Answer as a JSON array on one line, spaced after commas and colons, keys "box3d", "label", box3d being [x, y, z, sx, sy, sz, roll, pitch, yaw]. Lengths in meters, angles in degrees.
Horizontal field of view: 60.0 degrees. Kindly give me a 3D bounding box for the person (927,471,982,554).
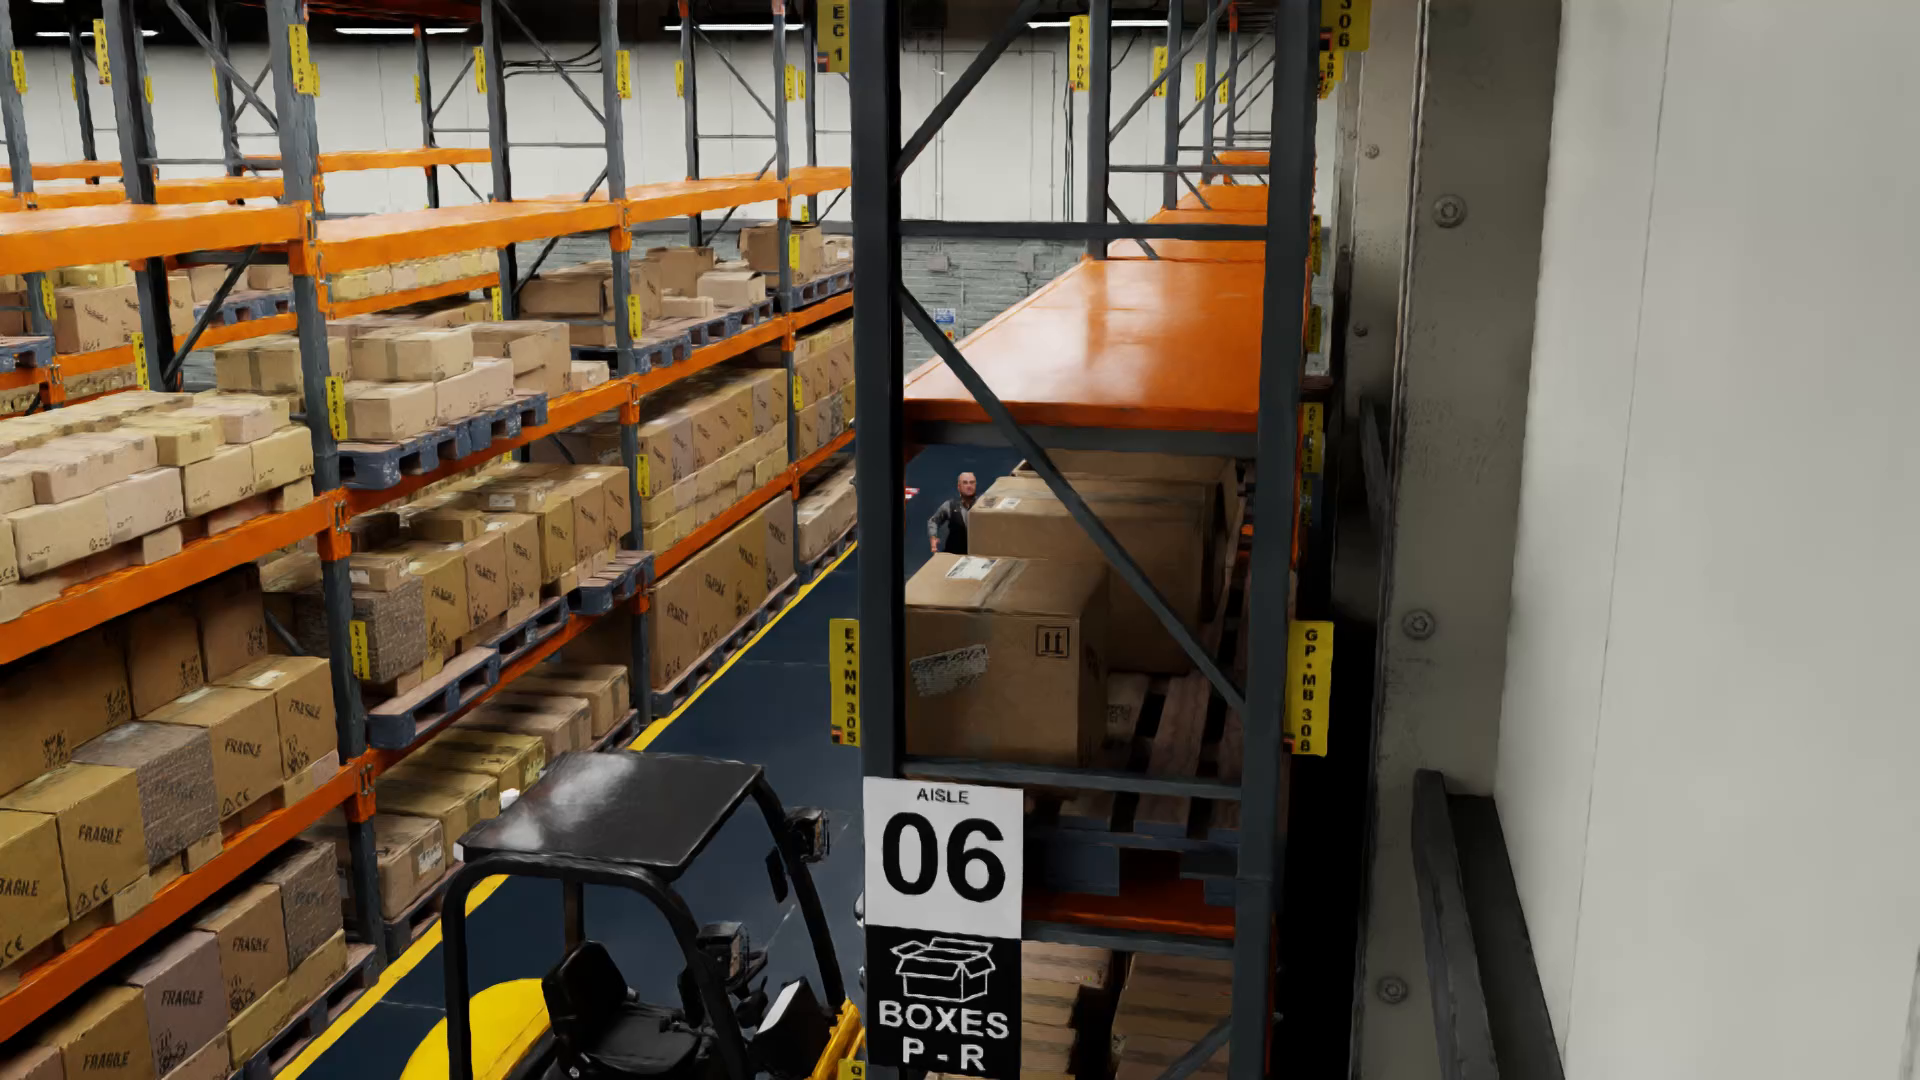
[{"box3d": [0.050, 0.169, 15.145, 0.729, 1.603, 0.983, -2, 15, -9], "label": "person"}]
